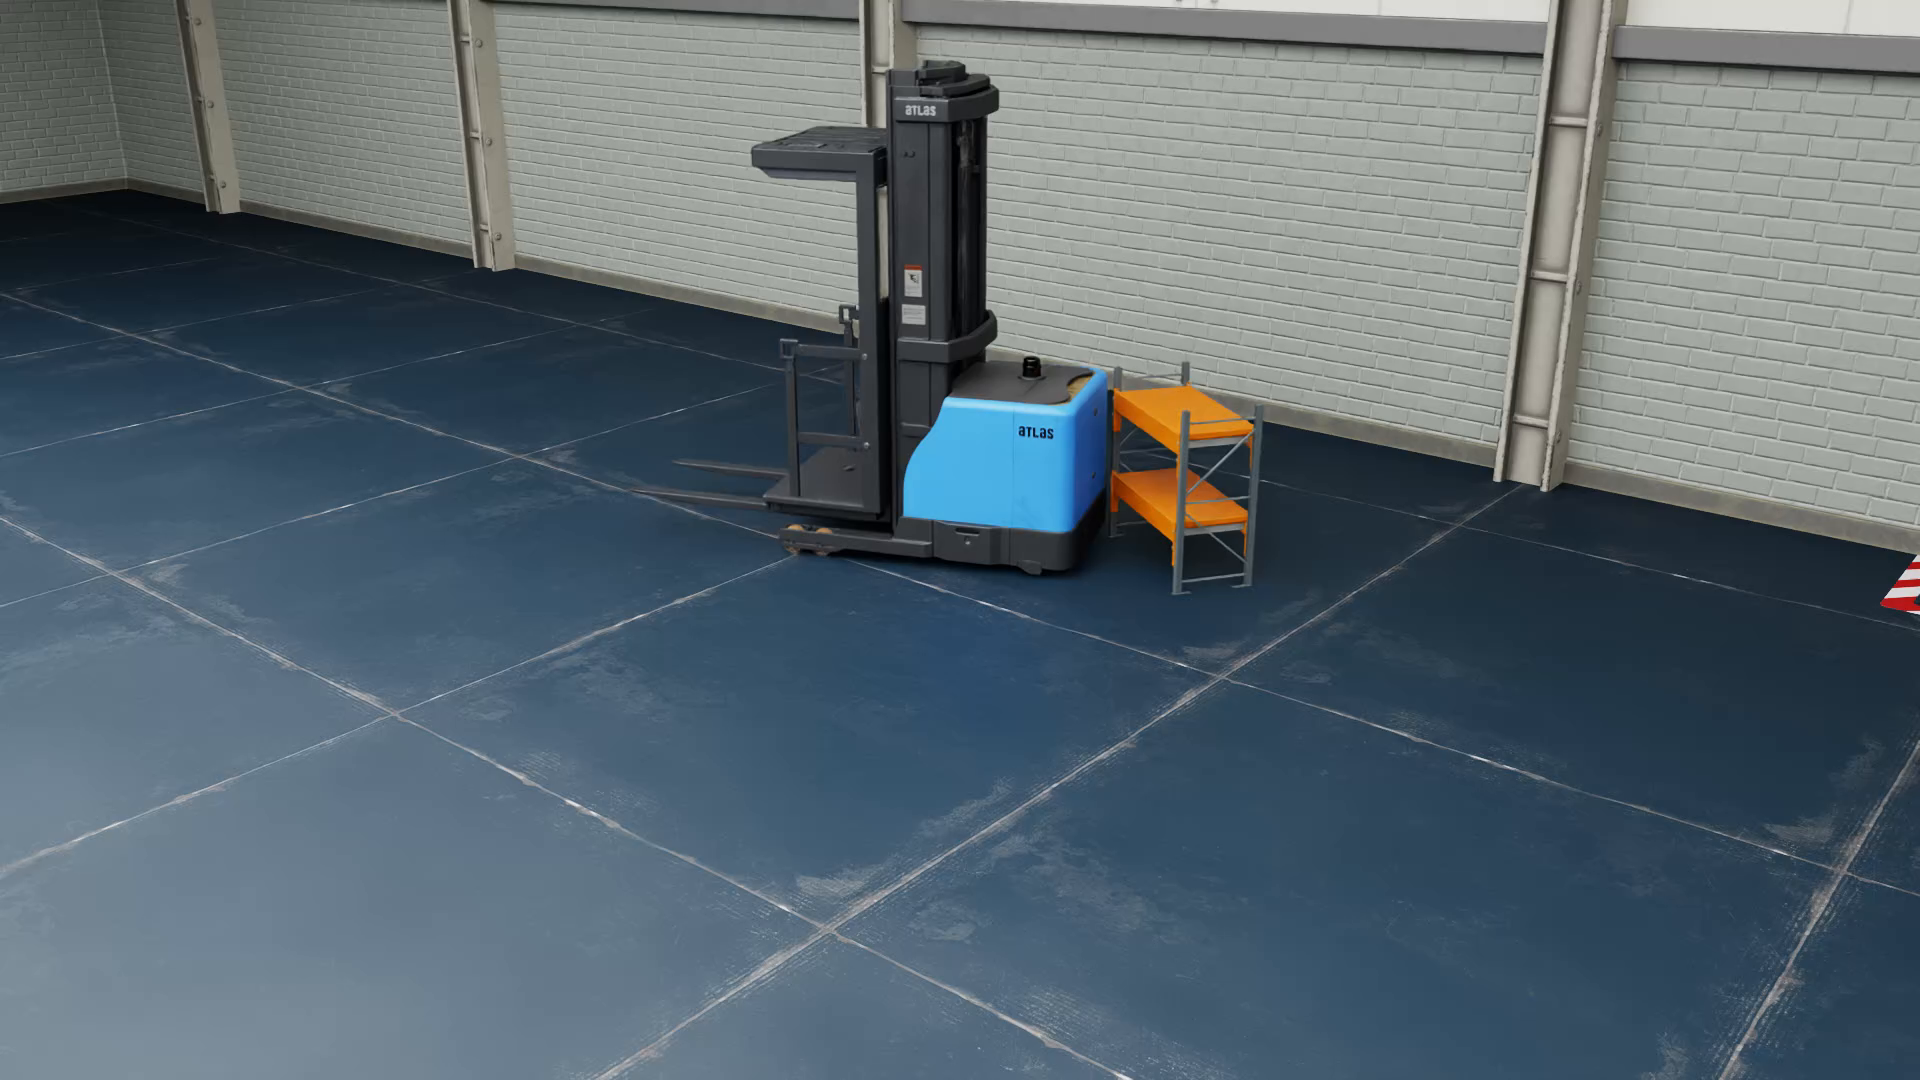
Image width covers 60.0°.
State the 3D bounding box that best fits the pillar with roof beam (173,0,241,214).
[{"bbox_3d":[-12.640,-7.470,17.723,0.400,9.000,9.100,16,26,36],"label":"pillar with roof beam"}]

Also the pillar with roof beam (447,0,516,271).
[{"bbox_3d":[-7.992,-6.131,14.173,0.400,9.000,9.100,16,26,36],"label":"pillar with roof beam"}]

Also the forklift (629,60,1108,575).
[{"bbox_3d":[-0.627,-1.446,10.349,3.031,2.935,1.130,6,22,16],"label":"forklift"}]

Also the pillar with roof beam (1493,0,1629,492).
[{"bbox_3d":[1.305,-3.454,7.074,0.400,9.000,9.100,16,26,36],"label":"pillar with roof beam"}]

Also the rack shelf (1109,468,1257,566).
[{"bbox_3d":[1.350,-0.170,10.219,0.538,0.278,1.000,-6,22,-16],"label":"rack shelf"}]

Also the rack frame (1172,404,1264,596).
[{"bbox_3d":[1.498,-0.228,9.678,0.500,1.125,0.032,-6,22,-16],"label":"rack frame"}]

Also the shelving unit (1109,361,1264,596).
[{"bbox_3d":[1.350,-0.399,10.133,0.538,1.125,1.048,-6,22,-16],"label":"shelving unit"}]

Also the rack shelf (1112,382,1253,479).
[{"bbox_3d":[1.350,-0.673,10.029,0.538,0.278,1.000,-6,22,-16],"label":"rack shelf"}]

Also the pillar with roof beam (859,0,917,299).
[{"bbox_3d":[-3.344,-4.792,10.623,0.400,9.000,9.100,16,26,36],"label":"pillar with roof beam"}]

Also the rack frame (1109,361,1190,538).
[{"bbox_3d":[1.202,-0.571,10.588,0.500,1.125,0.032,-6,22,-16],"label":"rack frame"}]
